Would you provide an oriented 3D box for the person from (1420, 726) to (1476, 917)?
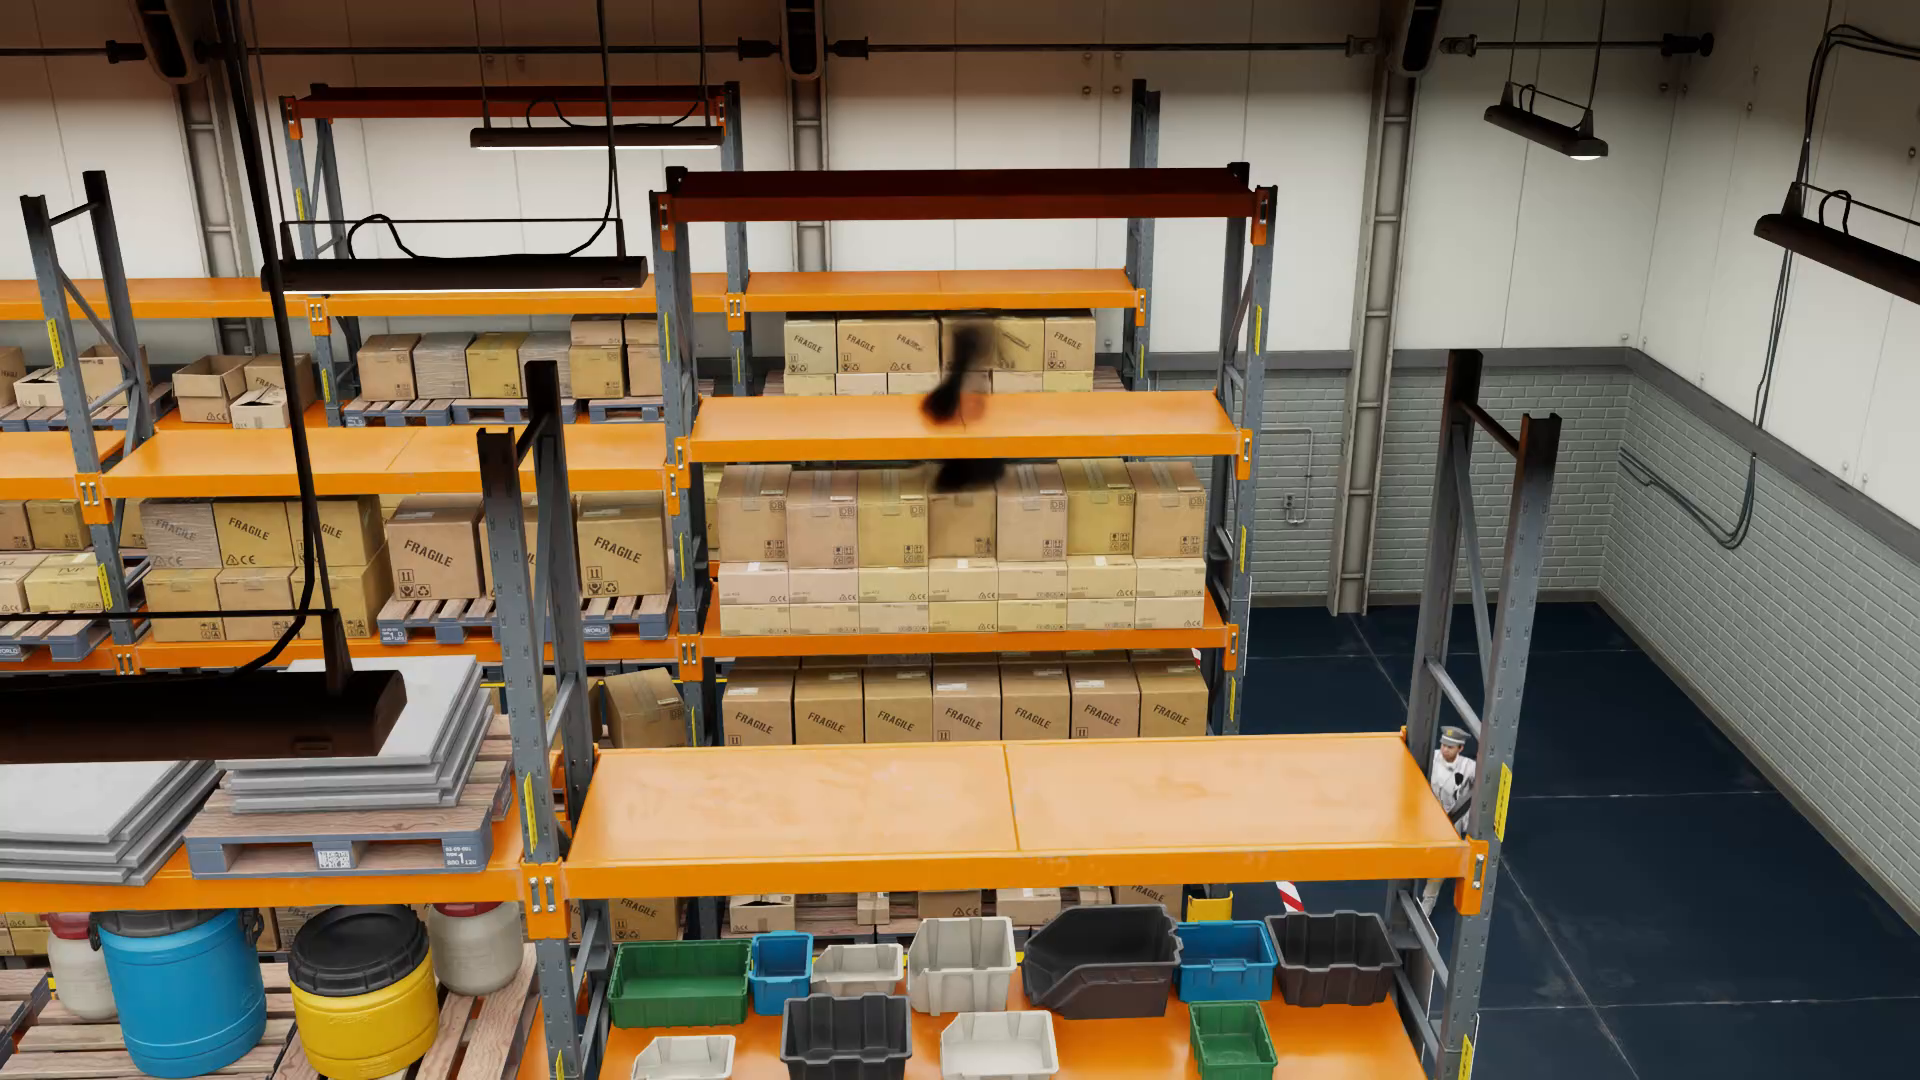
[{"bbox_3d":[3.988,2.207,13.535,0.604,1.672,0.804,16,27,35],"label":"person"}]
